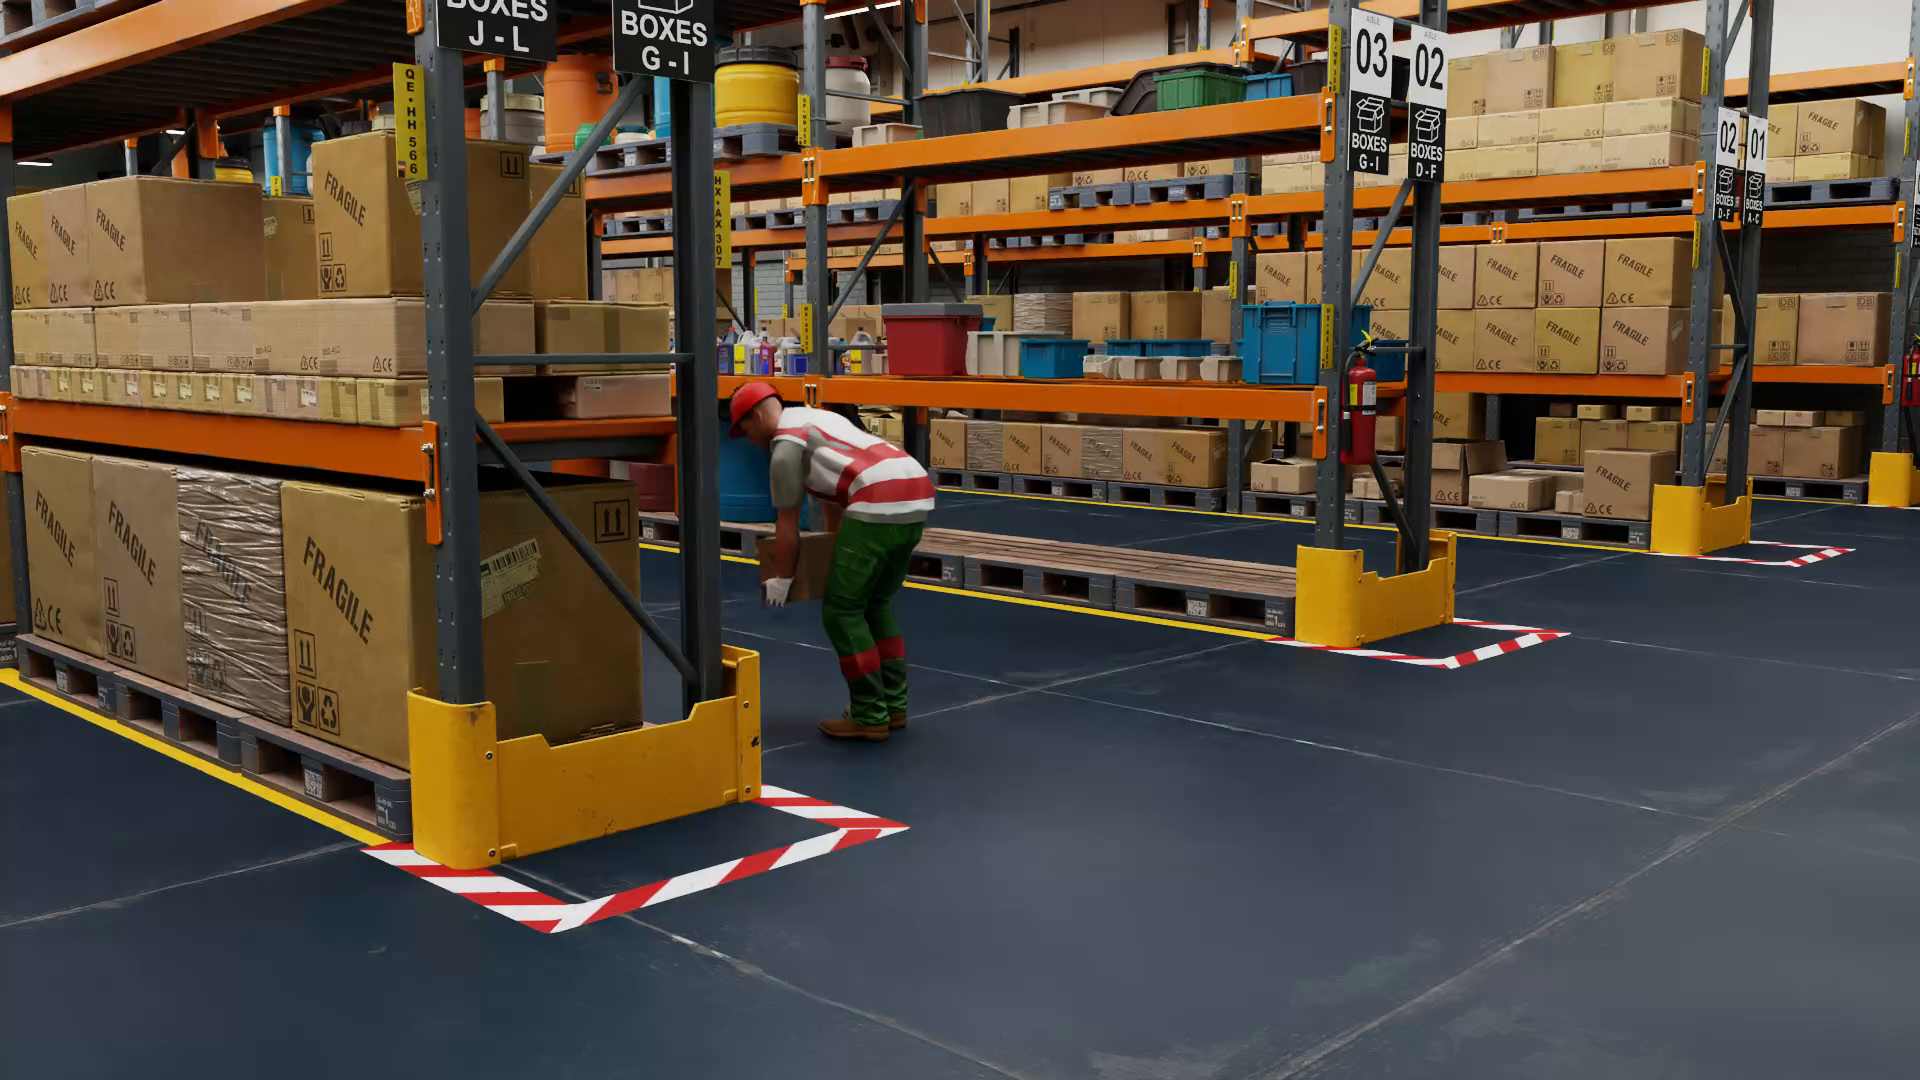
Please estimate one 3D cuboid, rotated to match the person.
[{"bbox_3d":[-0.536,0.064,6.718,0.887,1.401,0.478,4,8,27],"label":"person"}]
